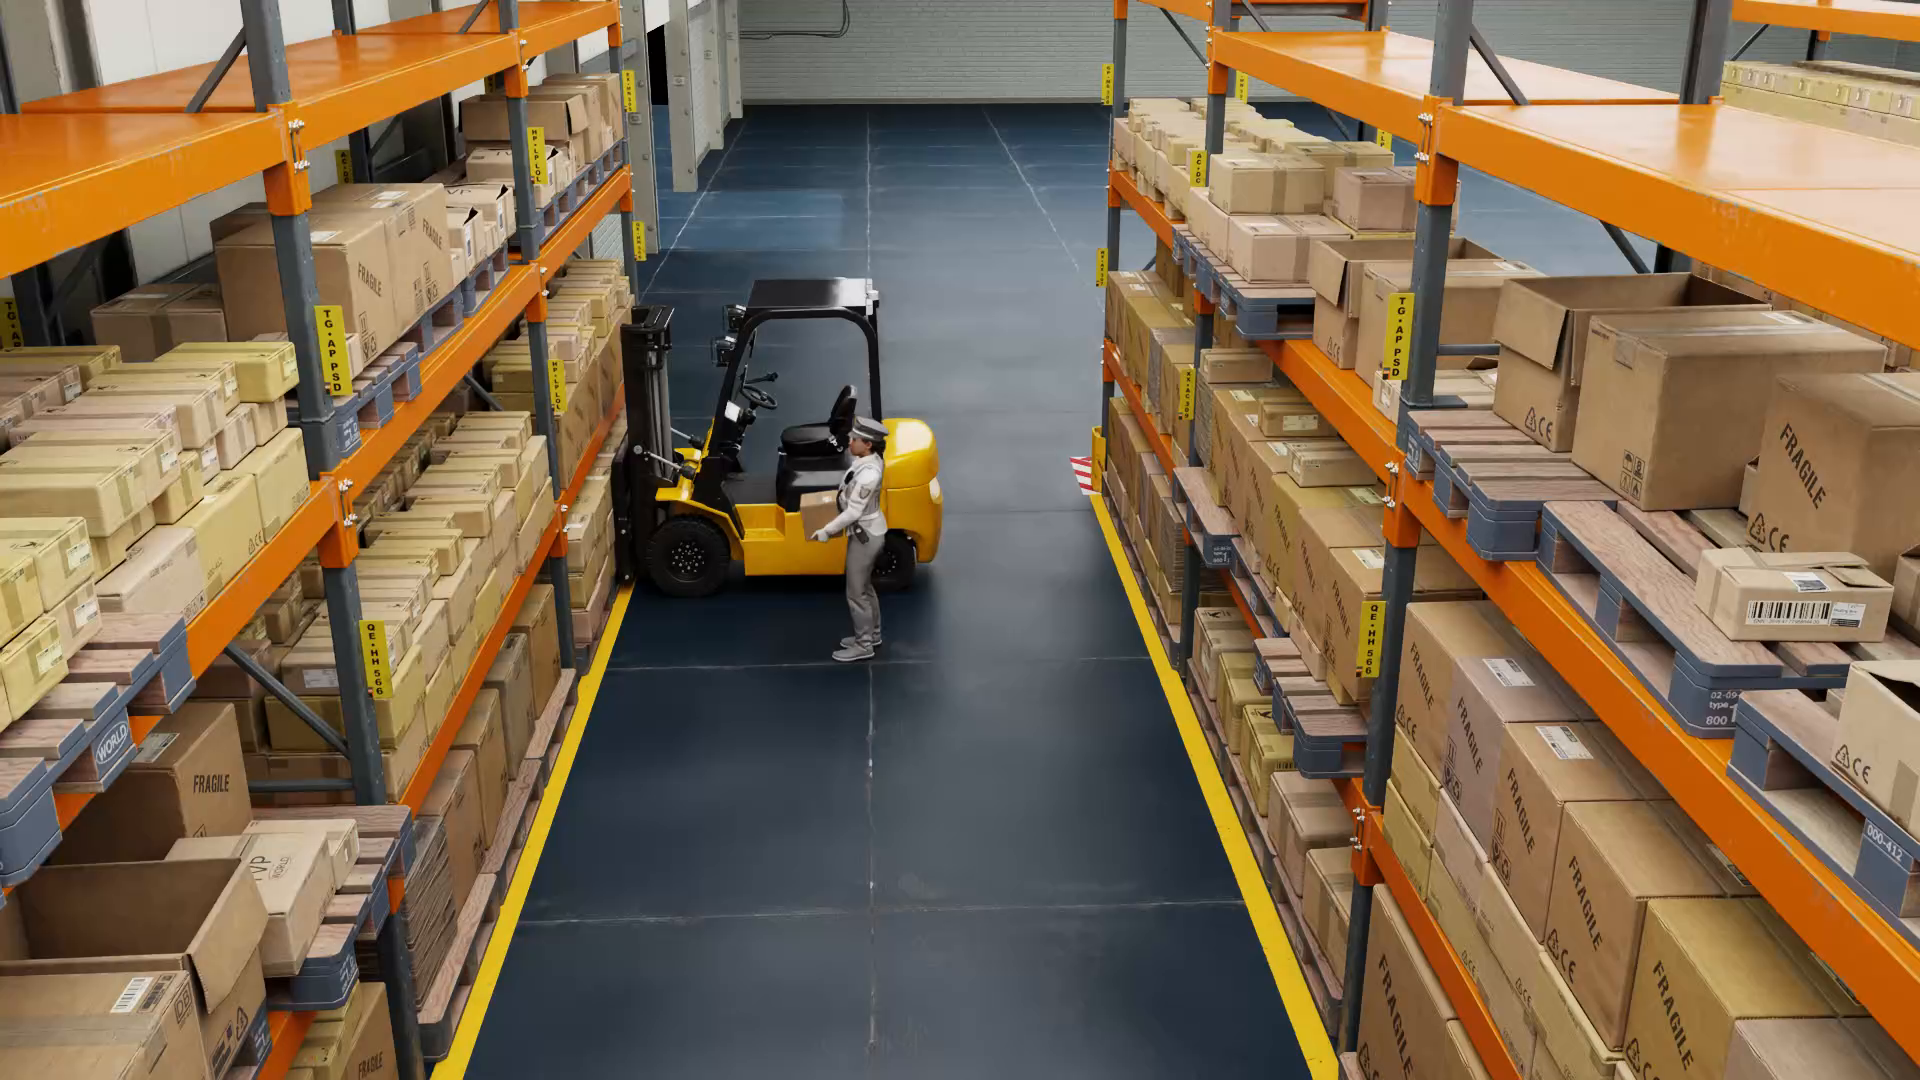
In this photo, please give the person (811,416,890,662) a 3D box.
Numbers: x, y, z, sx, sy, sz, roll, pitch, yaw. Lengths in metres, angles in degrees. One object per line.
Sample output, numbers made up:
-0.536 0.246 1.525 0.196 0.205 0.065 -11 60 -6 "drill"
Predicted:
-0.723 -0.017 11.091 0.532 1.690 0.459 -1 21 -3 "person"
